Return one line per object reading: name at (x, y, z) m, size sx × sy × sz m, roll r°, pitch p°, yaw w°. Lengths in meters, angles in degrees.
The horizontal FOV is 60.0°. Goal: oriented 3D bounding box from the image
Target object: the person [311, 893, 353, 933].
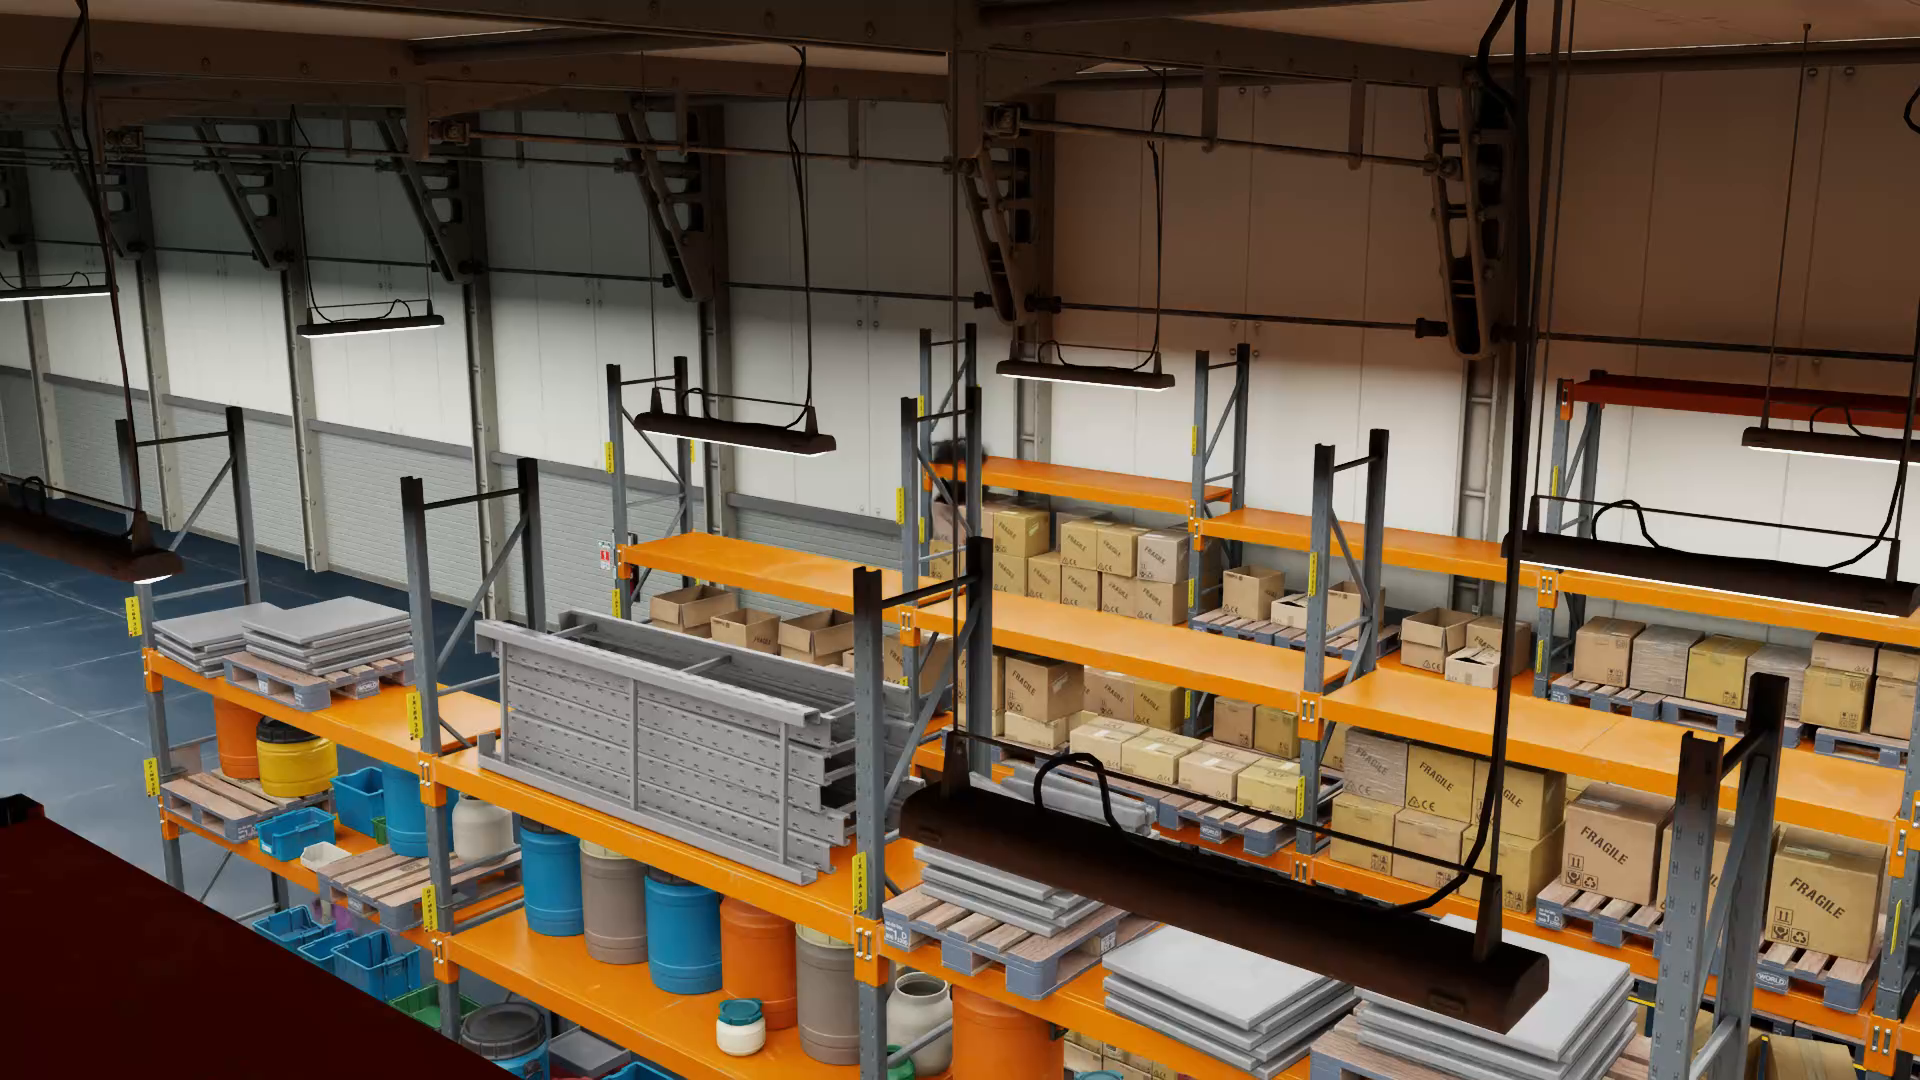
person at (-6.051, 3.771, 15.987) m, size 0.563 × 1.561 × 0.615 m, roll 4°, pitch 13°, yaw 16°
